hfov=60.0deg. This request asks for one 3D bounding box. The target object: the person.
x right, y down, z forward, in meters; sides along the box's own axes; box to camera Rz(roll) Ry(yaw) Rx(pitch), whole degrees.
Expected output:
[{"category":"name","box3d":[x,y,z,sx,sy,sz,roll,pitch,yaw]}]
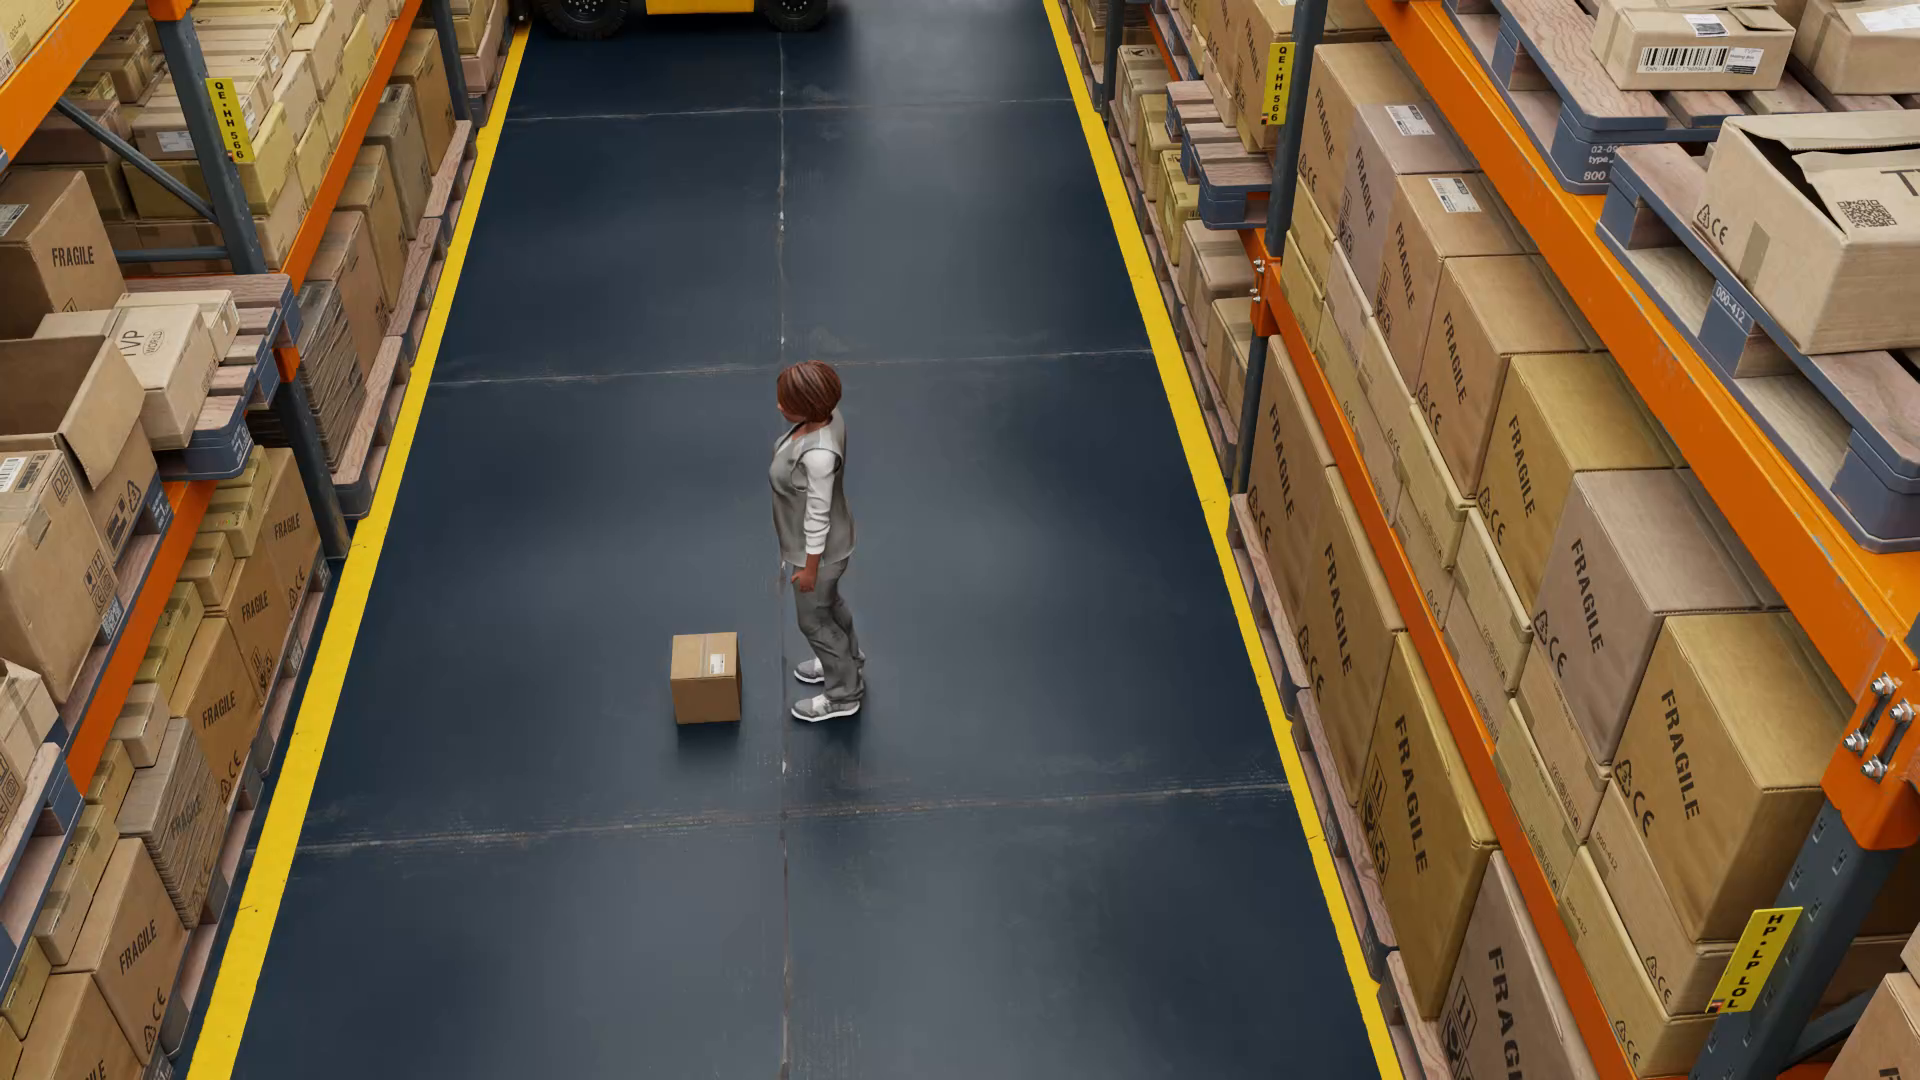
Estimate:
[{"category":"person","box3d":[-0.525,0.022,6.150,0.309,1.582,0.406,-2,40,-3]}]
